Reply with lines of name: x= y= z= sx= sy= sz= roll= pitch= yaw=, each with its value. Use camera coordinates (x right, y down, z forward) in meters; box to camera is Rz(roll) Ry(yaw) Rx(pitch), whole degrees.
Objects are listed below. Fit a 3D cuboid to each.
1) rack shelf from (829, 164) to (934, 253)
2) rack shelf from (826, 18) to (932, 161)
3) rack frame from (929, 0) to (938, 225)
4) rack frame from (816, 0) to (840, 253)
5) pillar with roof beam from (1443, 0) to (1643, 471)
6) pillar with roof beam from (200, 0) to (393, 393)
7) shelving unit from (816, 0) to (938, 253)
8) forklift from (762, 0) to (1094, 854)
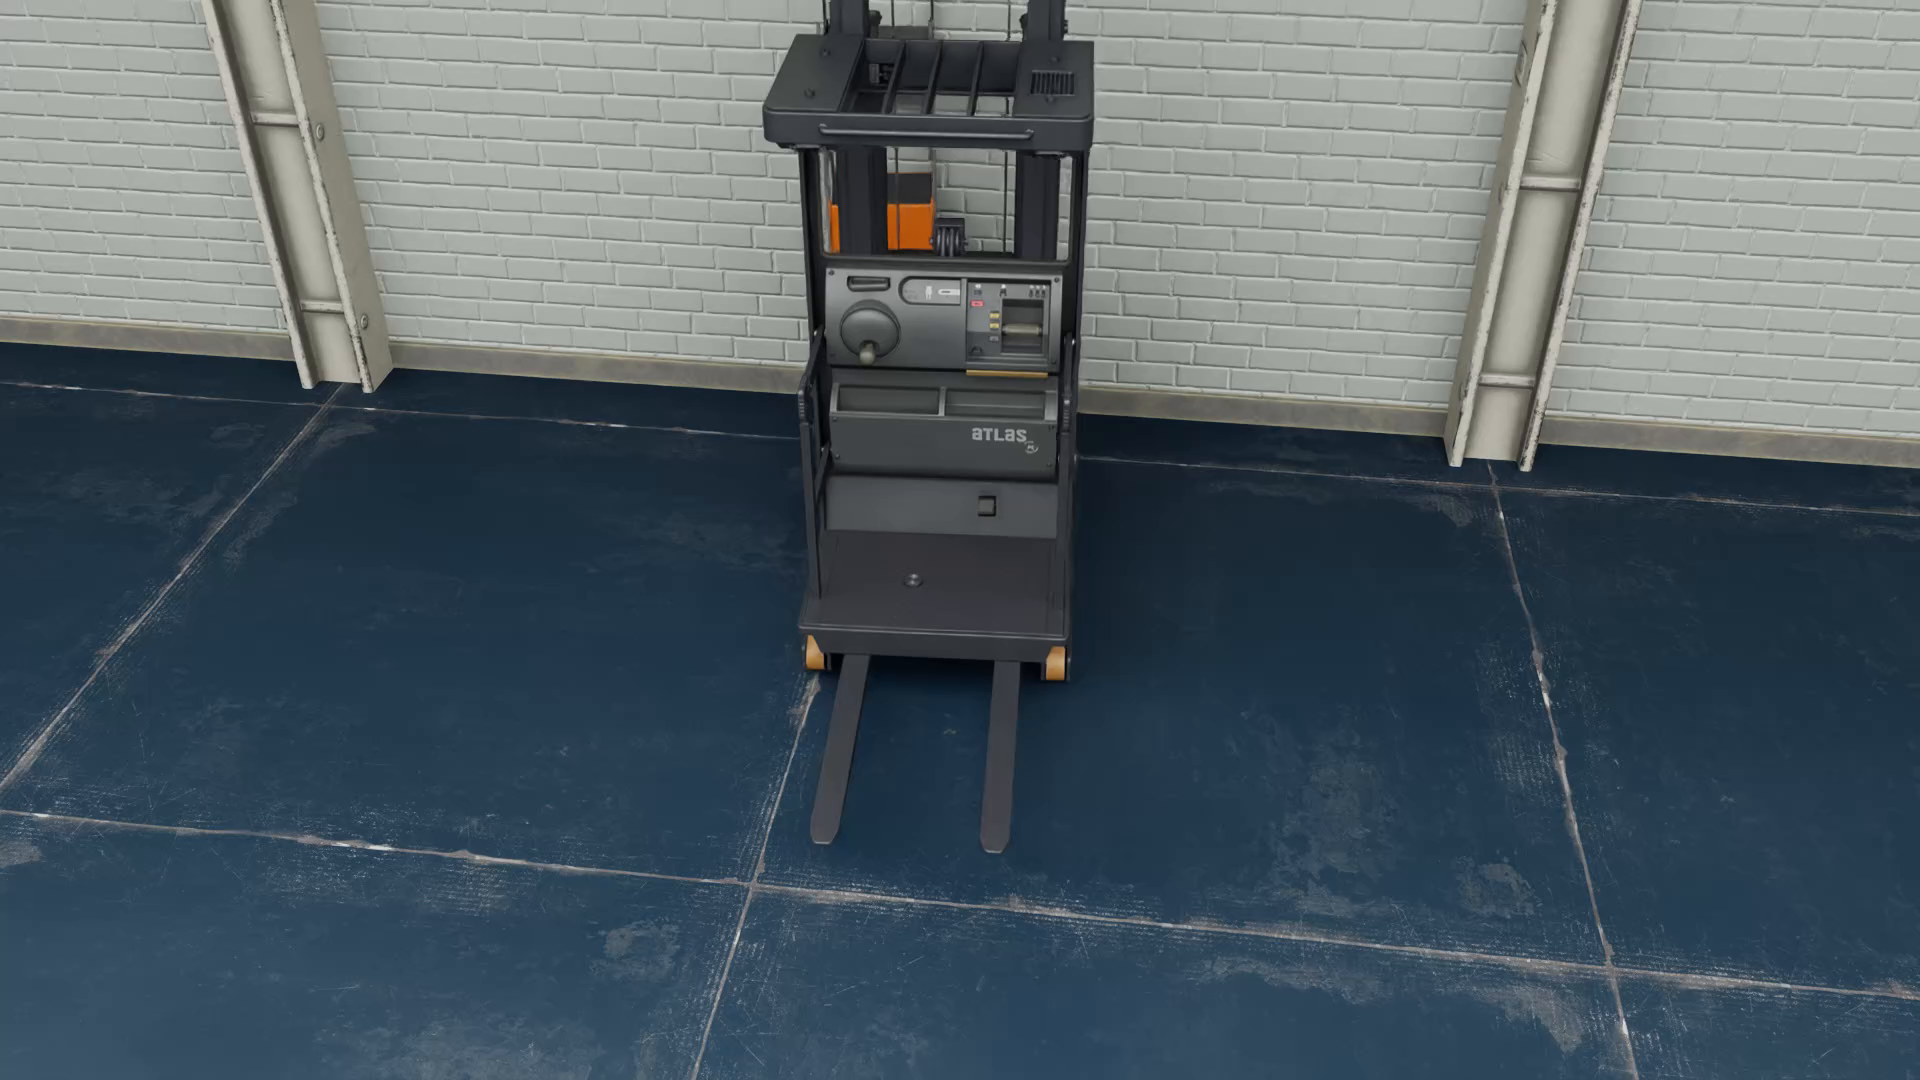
rack shelf: x=-0.362 y=-1.476 z=7.964 sx=0.480 sy=0.518 sz=0.431 roll=0 pitch=35 yaw=0
rack shelf: x=-0.368 y=-2.051 z=7.564 sx=0.480 sy=0.518 sz=0.431 roll=0 pitch=35 yaw=0
rack frame: x=-0.118 y=-1.489 z=7.954 sx=0.015 sy=2.100 sz=0.400 roll=0 pitch=35 yaw=0
rack frame: x=-0.606 y=-1.486 z=7.958 sx=0.015 sy=2.100 sz=0.400 roll=0 pitch=35 yaw=0
pillar with roof beam: x=2.101 y=-1.625 z=2.281 sx=0.400 sy=9.000 sz=9.100 roll=4 pitch=36 yaw=6
pillar with roof beam: x=-3.850 y=-2.069 z=2.903 sx=0.400 sy=9.000 sz=9.100 roll=4 pitch=36 yaw=6
shelving unit: x=-0.362 y=-1.488 z=7.956 sx=0.503 sy=2.100 sz=0.431 roll=0 pitch=35 yaw=0
forklift: x=-0.078 y=-0.806 z=6.356 sx=1.130 sy=2.935 sz=3.031 roll=2 pitch=36 yaw=3
